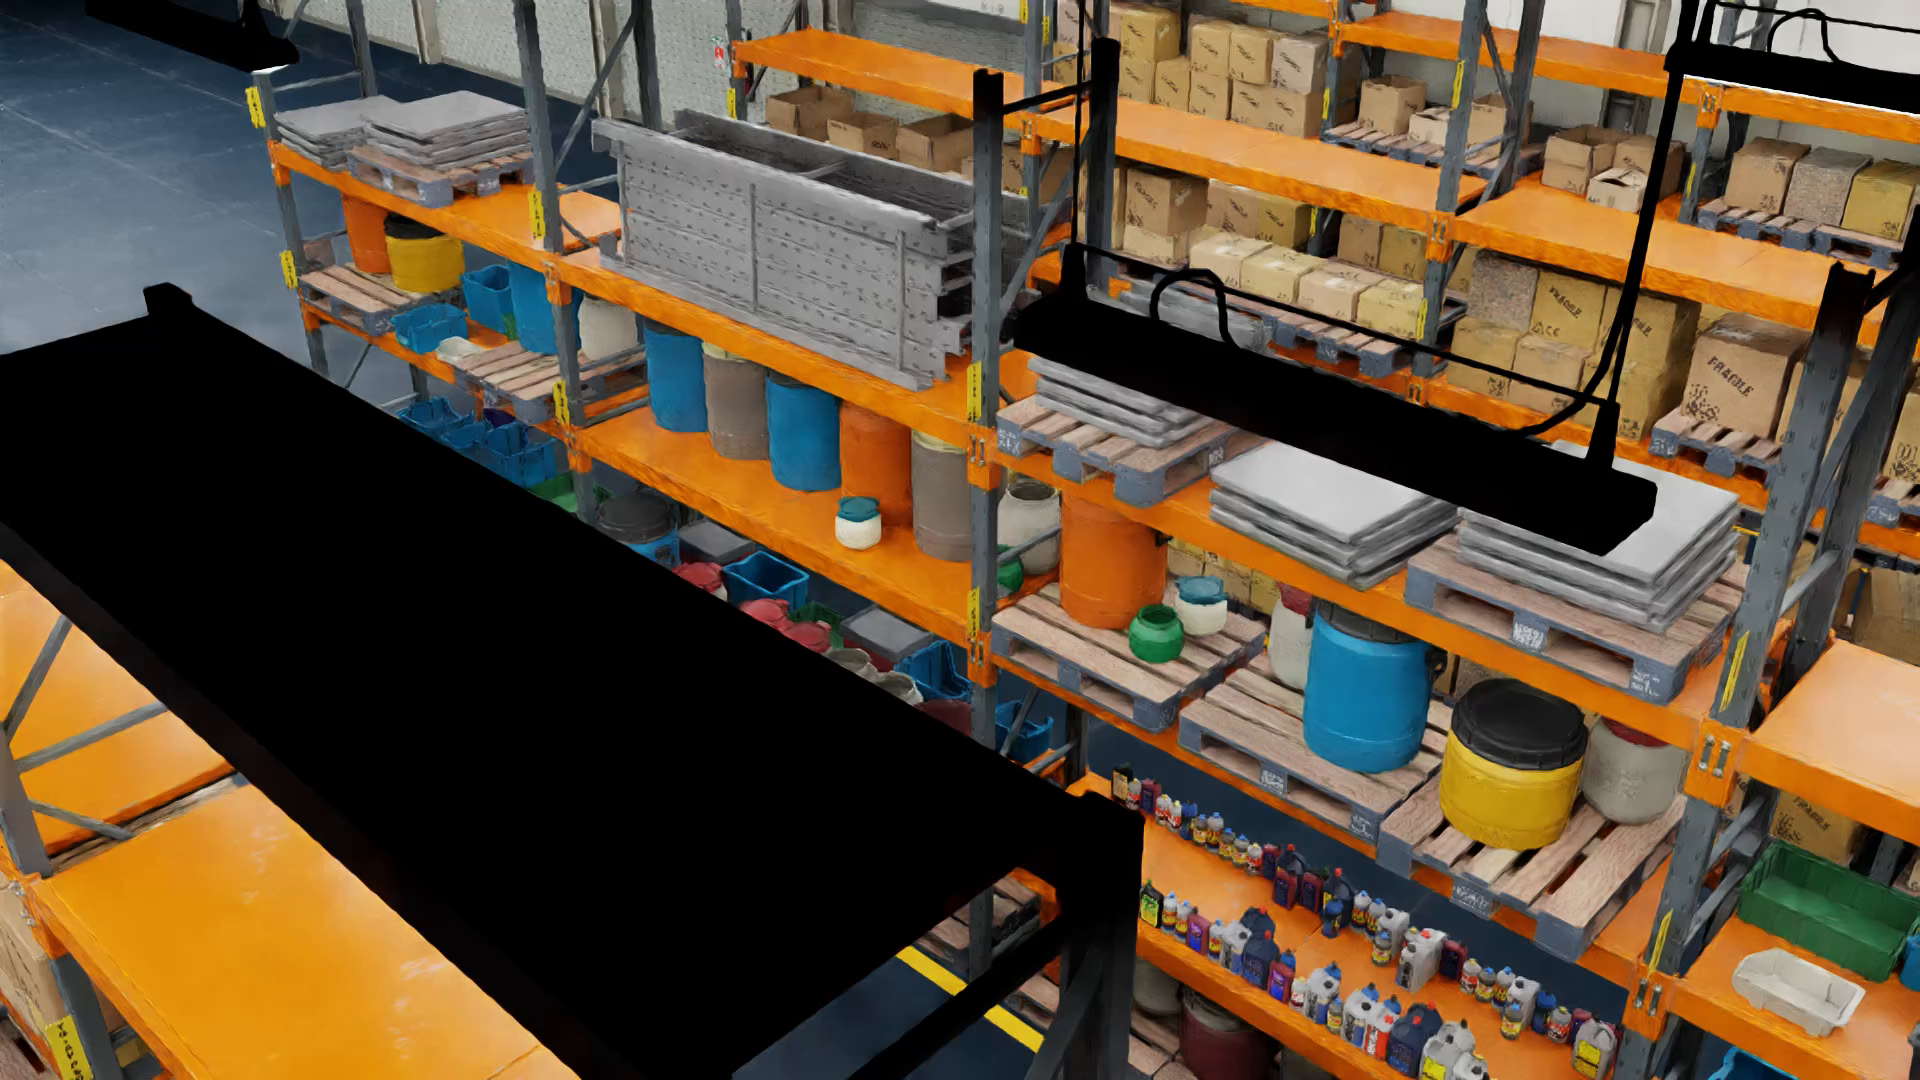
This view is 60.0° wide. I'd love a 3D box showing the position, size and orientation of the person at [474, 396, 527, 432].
[{"bbox_3d":[-4.583,-1.213,16.786,0.517,1.596,0.625,23,37,35],"label":"person"}]
